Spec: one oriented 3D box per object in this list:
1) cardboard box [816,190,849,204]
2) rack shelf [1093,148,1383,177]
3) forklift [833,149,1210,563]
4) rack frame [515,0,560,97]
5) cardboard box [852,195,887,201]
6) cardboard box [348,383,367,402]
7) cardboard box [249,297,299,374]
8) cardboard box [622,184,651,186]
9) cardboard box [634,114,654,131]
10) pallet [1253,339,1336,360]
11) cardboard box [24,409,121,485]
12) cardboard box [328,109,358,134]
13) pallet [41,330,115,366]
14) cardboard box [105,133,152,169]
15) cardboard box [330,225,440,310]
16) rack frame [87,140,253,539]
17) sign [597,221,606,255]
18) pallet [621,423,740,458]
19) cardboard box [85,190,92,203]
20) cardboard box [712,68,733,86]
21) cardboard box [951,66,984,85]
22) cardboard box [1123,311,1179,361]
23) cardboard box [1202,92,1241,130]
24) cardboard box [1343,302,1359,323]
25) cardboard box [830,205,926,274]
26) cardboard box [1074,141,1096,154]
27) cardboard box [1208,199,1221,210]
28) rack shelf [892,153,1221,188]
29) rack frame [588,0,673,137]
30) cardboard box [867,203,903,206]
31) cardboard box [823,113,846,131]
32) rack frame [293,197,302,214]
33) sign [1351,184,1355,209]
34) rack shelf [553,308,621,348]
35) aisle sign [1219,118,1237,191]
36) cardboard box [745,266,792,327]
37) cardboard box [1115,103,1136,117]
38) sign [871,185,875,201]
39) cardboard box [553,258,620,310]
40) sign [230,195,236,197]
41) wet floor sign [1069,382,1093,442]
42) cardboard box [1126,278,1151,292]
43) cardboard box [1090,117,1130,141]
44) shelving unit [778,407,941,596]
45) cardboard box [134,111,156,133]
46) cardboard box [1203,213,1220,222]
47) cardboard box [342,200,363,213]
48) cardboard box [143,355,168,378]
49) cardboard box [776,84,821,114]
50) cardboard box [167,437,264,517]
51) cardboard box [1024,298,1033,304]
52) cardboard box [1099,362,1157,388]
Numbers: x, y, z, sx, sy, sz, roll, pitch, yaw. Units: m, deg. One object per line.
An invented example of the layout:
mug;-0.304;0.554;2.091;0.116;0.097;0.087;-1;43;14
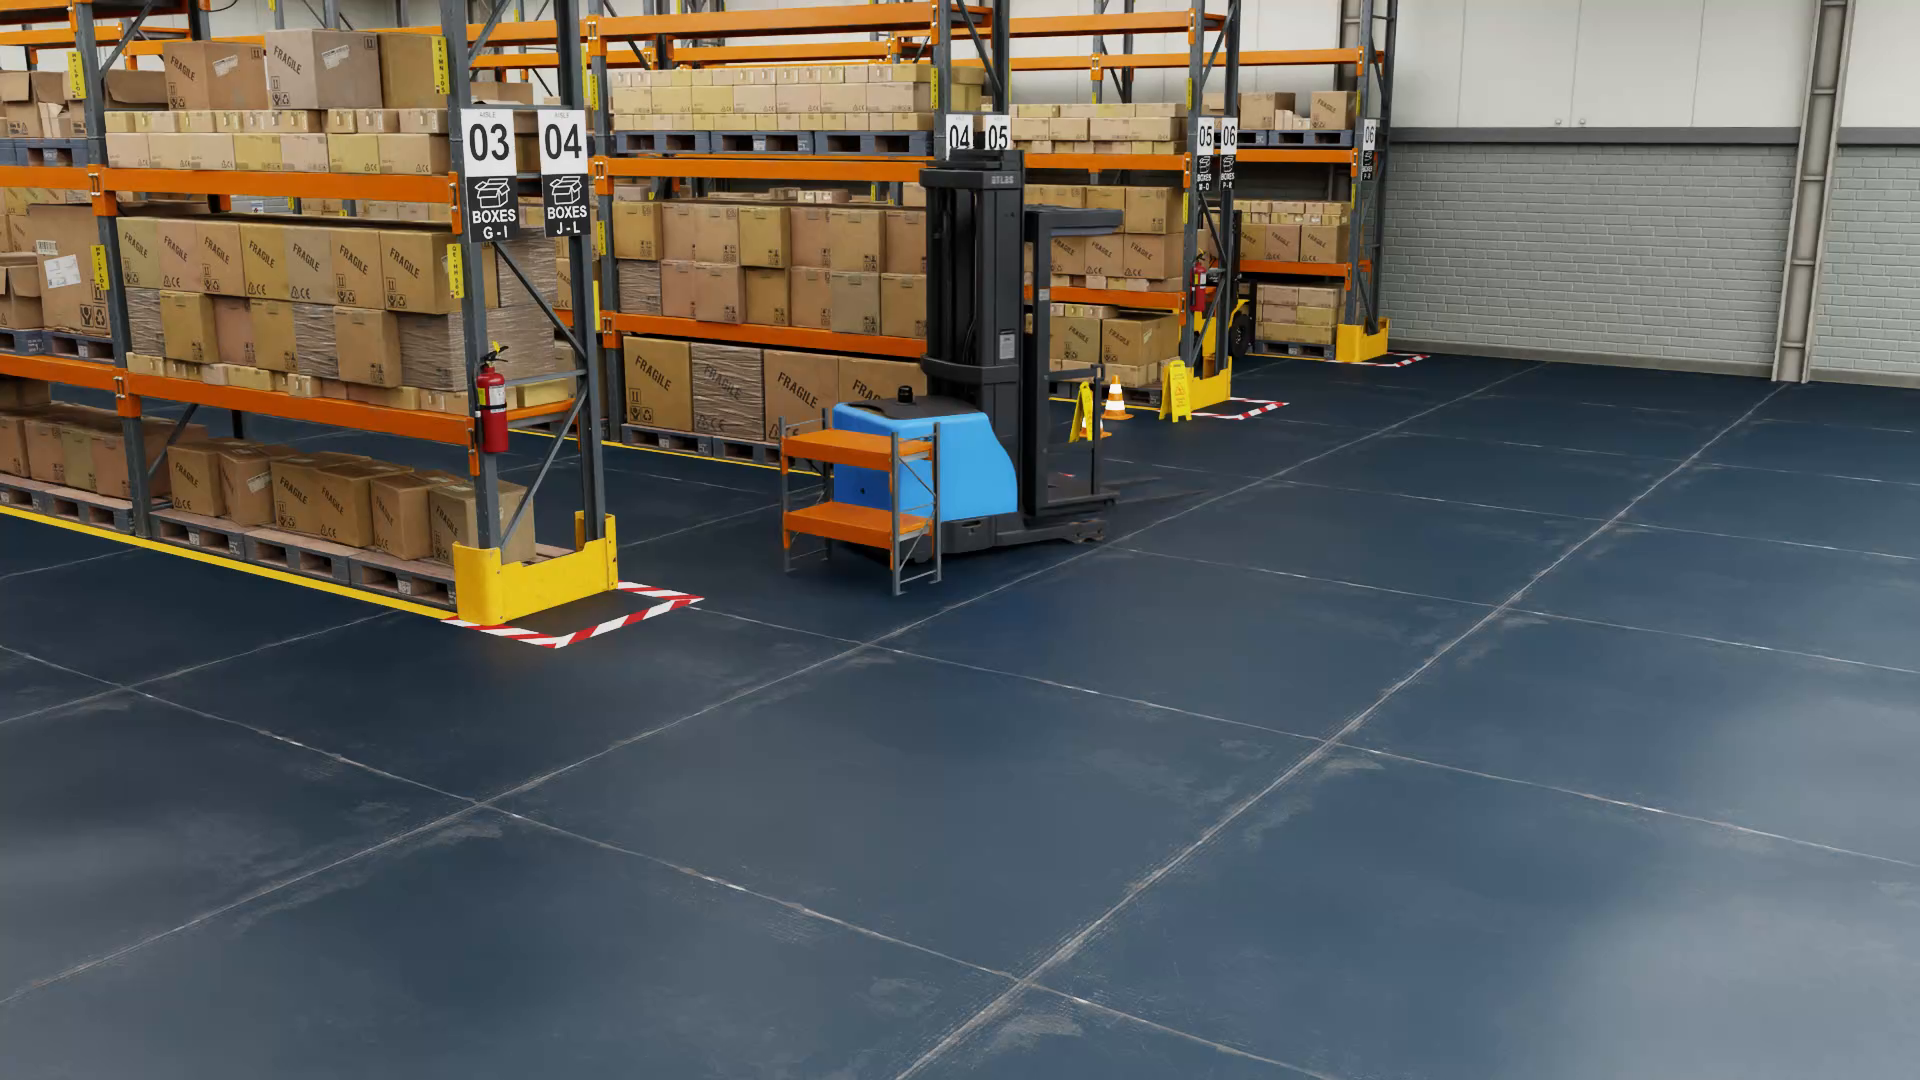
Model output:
cardboard box;-1.623;-4.362;21.150;0.250;0.149;0.380;9;16;31
rack shelf;3.892;-5.372;23.537;4.000;0.370;1.077;9;17;33
forklift;0.560;-1.493;12.756;3.031;2.935;1.130;-8;16;-29
rack frame;-7.725;-9.055;30.675;0.127;3.000;1.000;9;17;33
cardboard box;-1.427;-5.423;27.404;0.500;0.500;0.500;10;17;35
cardboard box;-3.925;-1.041;11.310;0.250;0.149;0.380;9;17;33
cardboard box;-4.469;-1.491;11.778;0.500;0.500;0.875;9;17;33
cardboard box;-4.544;-4.793;23.655;0.500;0.500;0.500;9;17;33
cardboard box;-2.885;-3.978;15.850;0.250;0.149;0.380;9;17;33
pallet;4.893;-2.738;23.443;1.213;0.211;1.003;9;17;33
cardboard box;-7.413;-0.797;14.086;0.500;0.500;0.700;8;16;28
cardboard box;-3.812;-2.685;10.666;0.250;0.149;0.380;9;17;33
pallet;-6.619;-1.606;13.467;1.213;0.211;1.003;9;17;33
cardboard box;-5.835;-2.839;12.120;0.500;0.250;0.500;8;16;31
cardboard box;-3.759;-1.800;10.943;0.500;0.500;0.500;9;17;33
rack frame;-6.066;-1.567;12.913;0.127;3.000;1.000;9;17;33
sign;-3.509;-2.957;16.281;0.005;0.325;0.100;9;17;33
pallet;-2.626;-1.072;16.713;1.213;0.211;1.003;9;17;33
cardboard box;-10.825;-4.371;21.332;0.500;0.500;0.500;9;16;31
cardboard box;-2.045;-4.229;15.205;0.250;0.149;0.380;9;17;33
cardboard box;0.006;-4.088;14.634;0.250;0.149;0.380;9;17;33
cardboard box;2.249;-2.406;19.590;0.500;0.500;0.500;9;16;31
cardboard box;3.790;-6.010;23.319;0.637;0.503;0.797;10;17;35
cardboard box;5.277;-3.213;23.370;0.500;0.250;0.500;10;17;34
cardboard box;-0.689;-2.716;14.994;0.550;0.550;0.875;9;17;33
cardboard box;1.499;-4.474;18.933;0.250;0.149;0.380;9;17;32
cardboard box;3.661;-4.753;23.603;0.250;0.149;0.380;9;17;33
rack shelf;1.125;-4.382;19.537;4.000;0.370;1.077;9;17;33
rack frame;-3.214;-5.455;16.132;0.127;3.000;1.000;9;17;33
cardboard box;-1.046;-3.956;20.862;0.500;0.500;0.500;9;16;32
cardboard box;-0.991;-3.672;14.613;0.250;0.149;0.380;9;17;33
rack frame;-10.492;-5.153;27.396;0.127;3.000;1.000;9;17;33
sign;5.237;-4.568;22.131;0.005;0.325;0.100;9;17;33
rack shelf;-4.873;-2.462;18.023;4.000;0.370;1.077;9;17;33
aisle sign;3.008;-4.322;18.631;0.004;0.787;0.394;9;17;33
cardboard box;-1.554;-2.352;15.771;0.500;0.550;0.875;9;17;33
cardboard box;1.924;-4.787;18.541;0.250;0.149;0.380;9;16;32
sign;-1.382;-5.484;26.490;0.005;0.325;0.100;9;17;33
cardboard box;-3.796;-2.608;16.908;0.500;0.500;0.500;9;17;32
sign;-14.093;-6.721;32.013;0.001;0.242;0.339;9;17;33
wet floor sign;1.234;-1.254;16.548;0.232;0.644;0.267;6;15;23
cardboard box;2.082;-2.904;18.836;0.250;0.149;0.380;9;16;32
cardboard box;1.800;-4.620;18.694;0.500;0.250;0.500;9;16;32
shelving unit;-0.703;-0.290;11.653;1.048;1.125;0.538;10;17;36
cardboard box;-5.709;-3.017;12.009;0.250;0.149;0.380;8;16;30
cardboard box;3.622;-4.590;23.566;0.250;0.149;0.380;9;16;32
cardboard box;-9.389;-5.430;26.227;0.500;0.500;0.500;9;17;32
cardboard box;-5.855;-1.321;12.438;0.250;0.149;0.380;9;17;33
cardboard box;-1.287;-3.931;14.830;0.500;0.250;0.500;9;17;32
cardboard box;-5.756;-0.496;12.914;0.500;0.500;0.500;9;16;31
cardboard box;1.153;-3.758;25.830;0.625;0.625;0.875;9;17;32
cardboard box;1.943;-1.934;19.242;0.500;0.250;0.500;9;17;33
